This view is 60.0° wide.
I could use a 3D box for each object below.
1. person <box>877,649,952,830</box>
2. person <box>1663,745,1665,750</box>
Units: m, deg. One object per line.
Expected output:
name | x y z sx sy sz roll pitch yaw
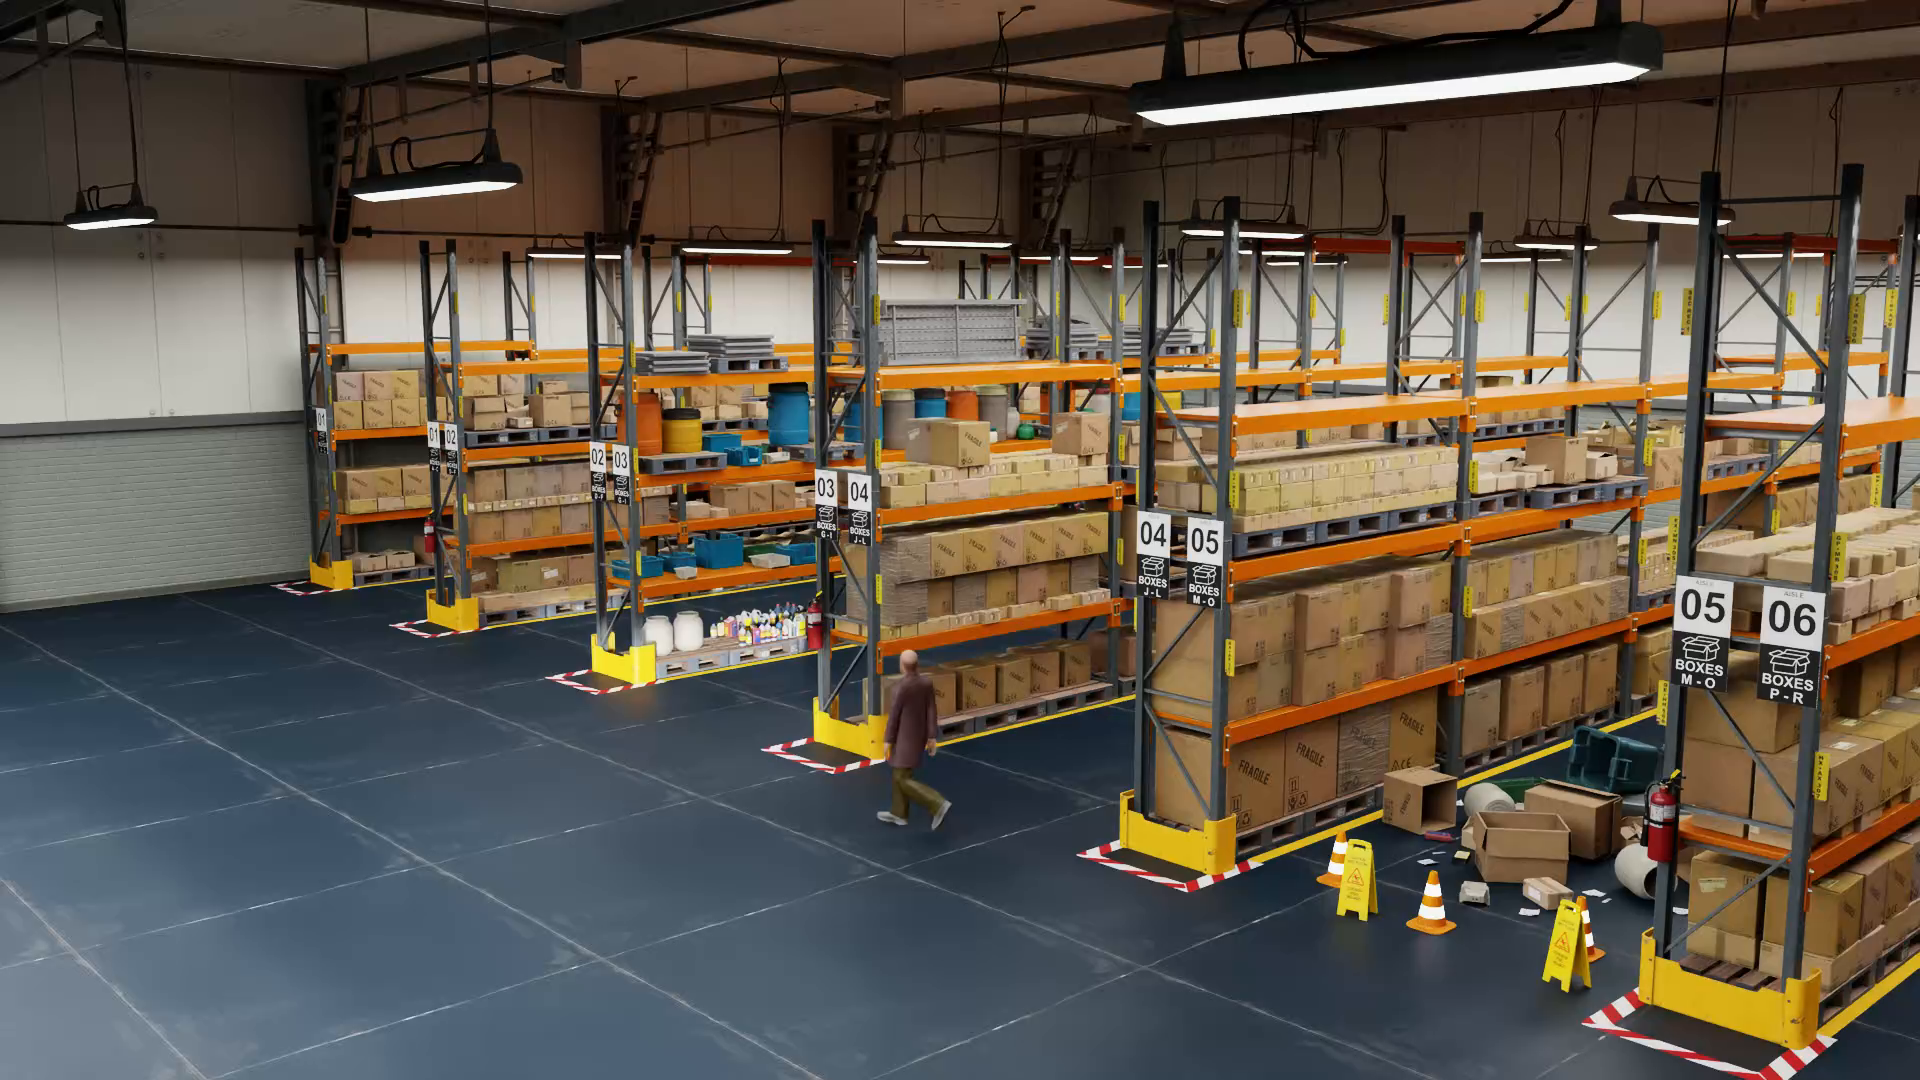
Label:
person | -0.456 1.941 16.090 0.909 1.766 0.529 3 9 22
person | 8.332 1.559 18.826 0.567 1.755 0.439 -2 9 -11
